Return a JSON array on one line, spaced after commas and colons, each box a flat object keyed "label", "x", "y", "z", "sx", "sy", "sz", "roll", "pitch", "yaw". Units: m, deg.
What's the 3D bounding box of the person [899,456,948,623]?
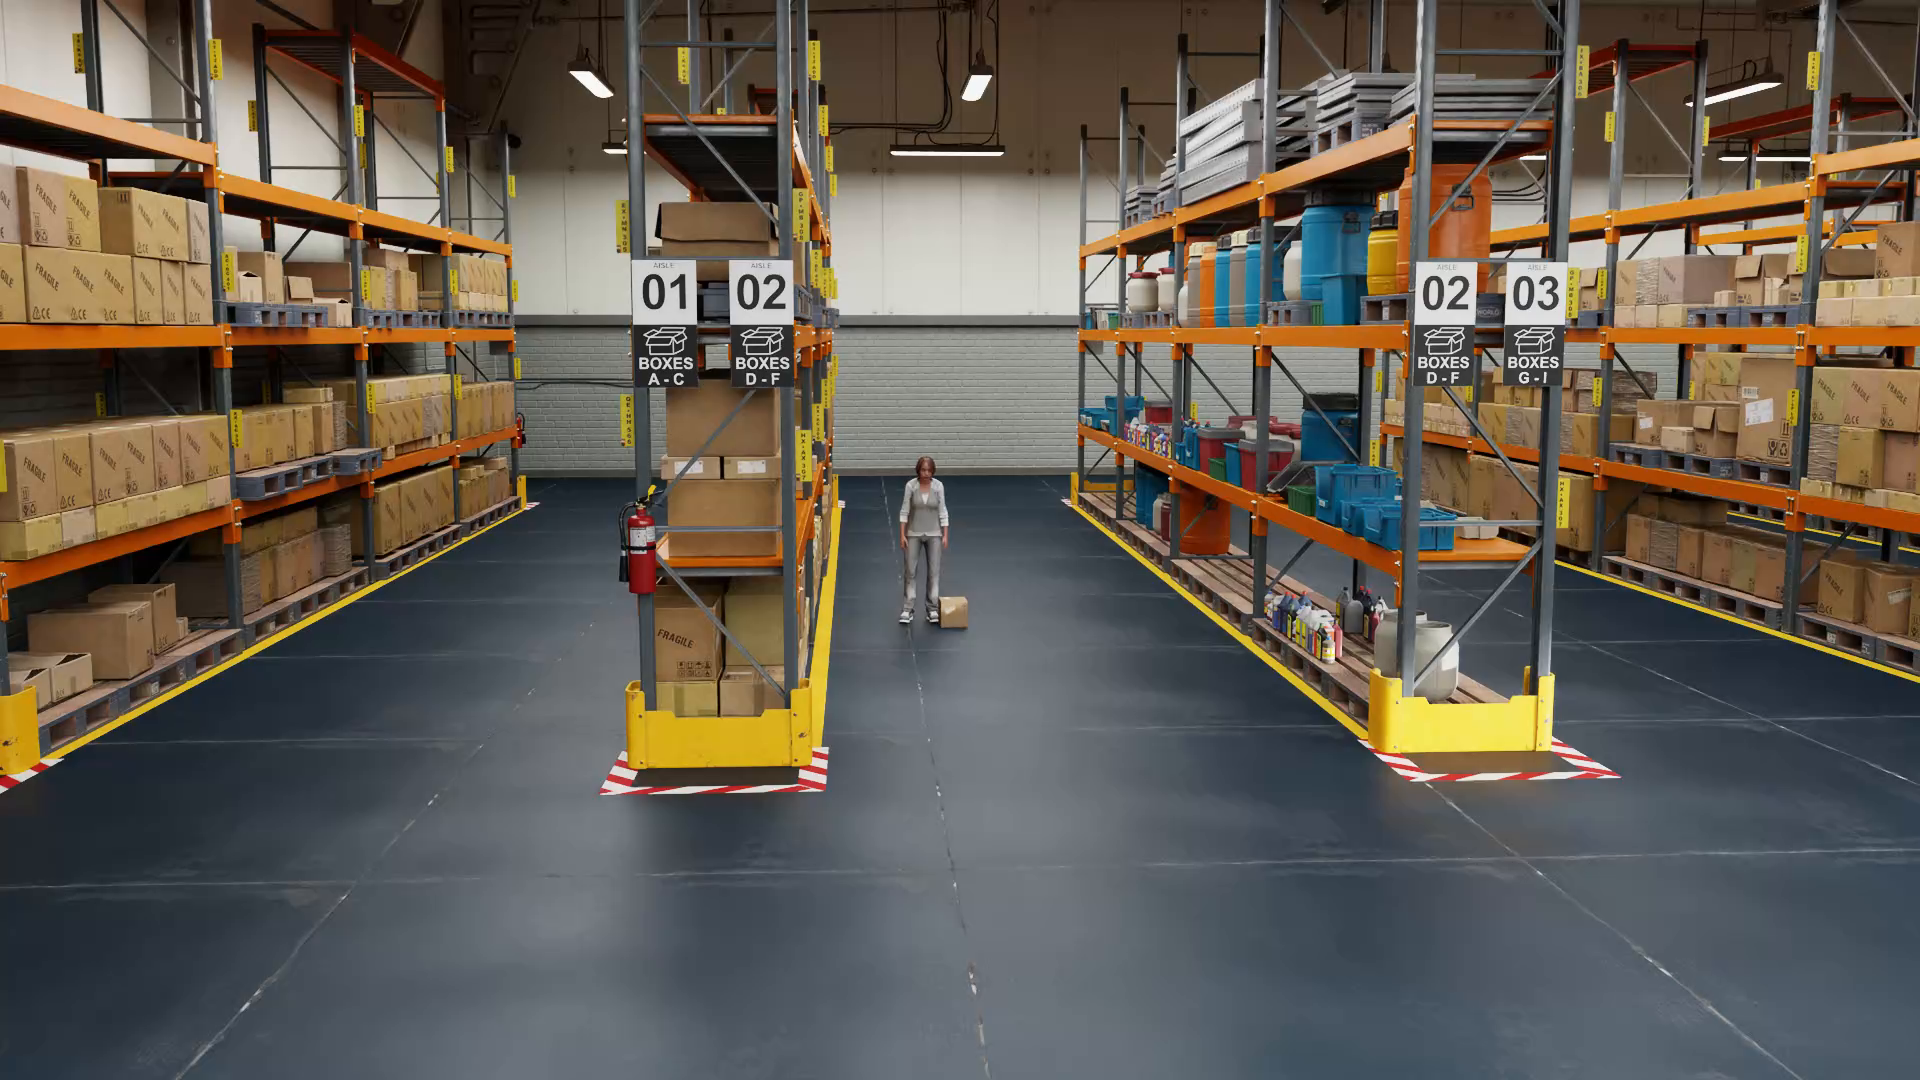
[{"label": "person", "x": -0.349, "y": -0.011, "z": 15.888, "sx": 0.481, "sy": 1.593, "sz": 0.343, "roll": -1, "pitch": 7, "yaw": -5}]
